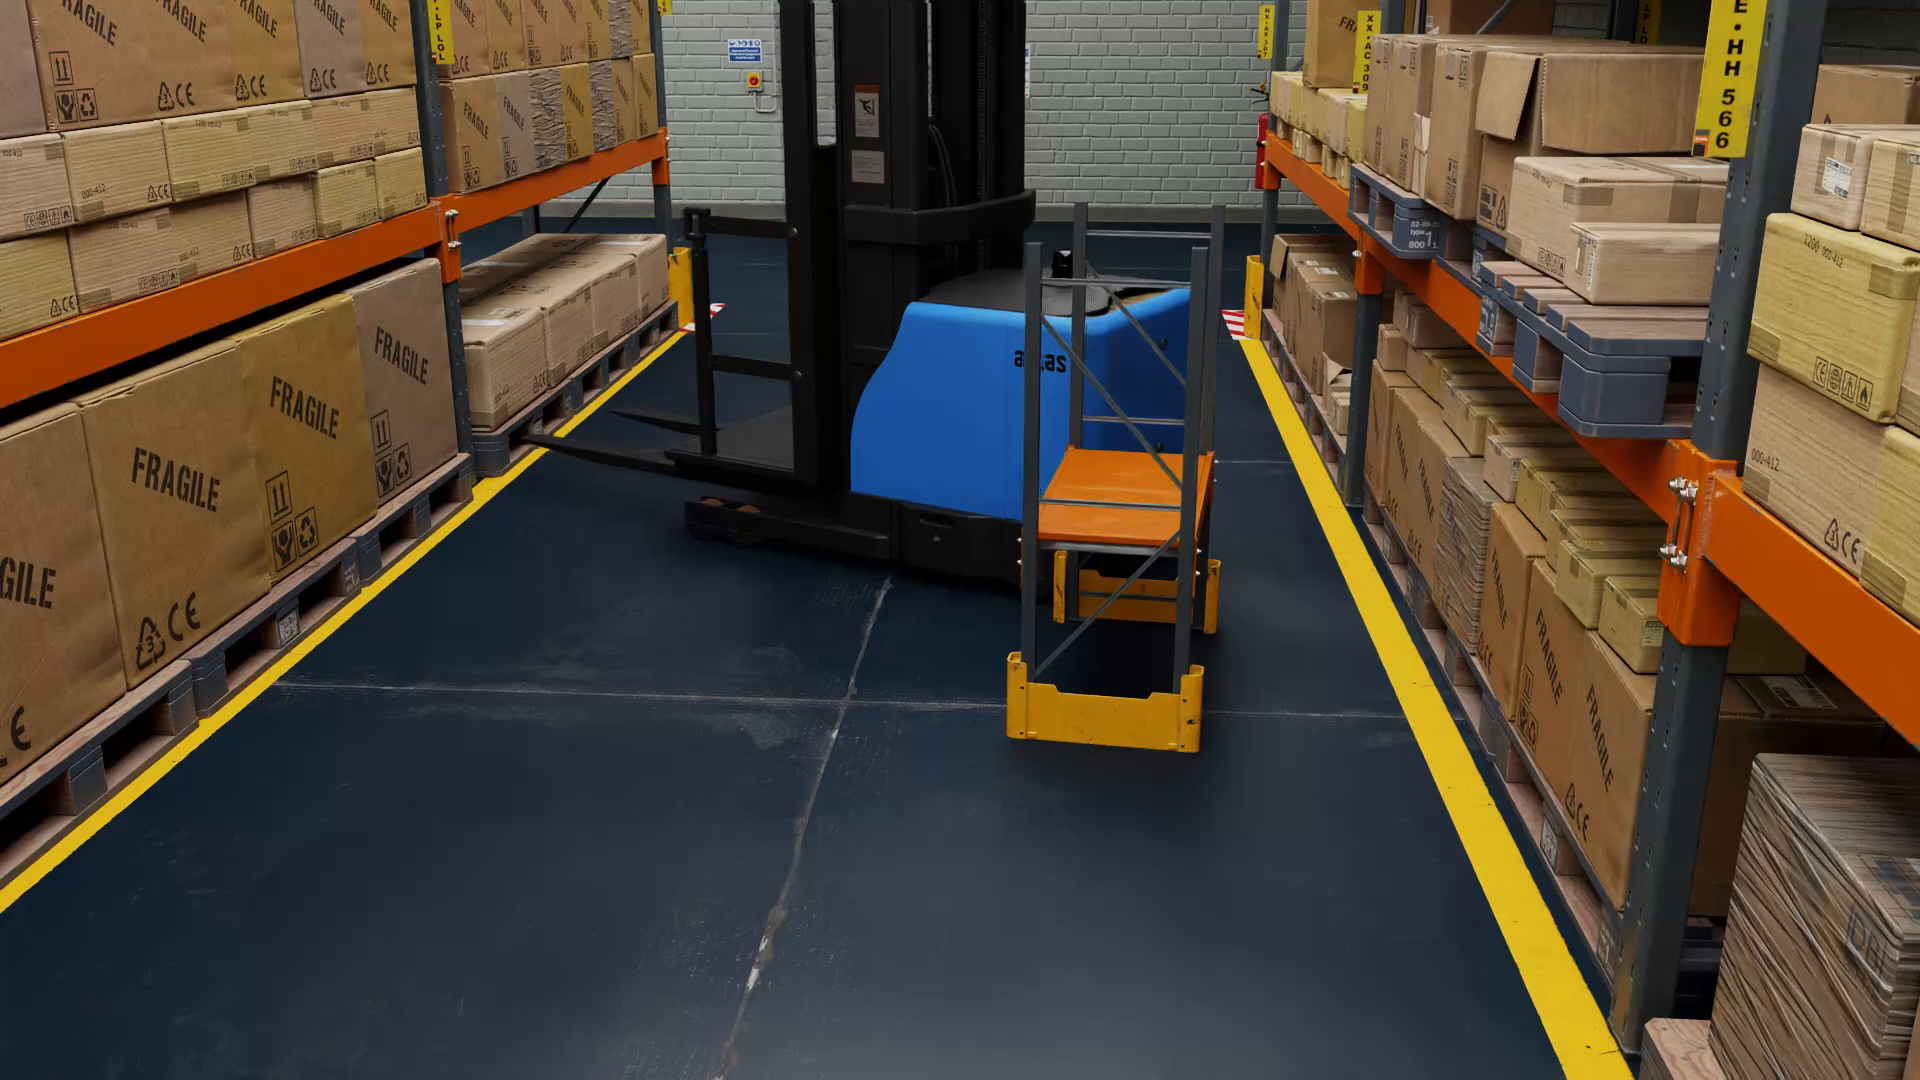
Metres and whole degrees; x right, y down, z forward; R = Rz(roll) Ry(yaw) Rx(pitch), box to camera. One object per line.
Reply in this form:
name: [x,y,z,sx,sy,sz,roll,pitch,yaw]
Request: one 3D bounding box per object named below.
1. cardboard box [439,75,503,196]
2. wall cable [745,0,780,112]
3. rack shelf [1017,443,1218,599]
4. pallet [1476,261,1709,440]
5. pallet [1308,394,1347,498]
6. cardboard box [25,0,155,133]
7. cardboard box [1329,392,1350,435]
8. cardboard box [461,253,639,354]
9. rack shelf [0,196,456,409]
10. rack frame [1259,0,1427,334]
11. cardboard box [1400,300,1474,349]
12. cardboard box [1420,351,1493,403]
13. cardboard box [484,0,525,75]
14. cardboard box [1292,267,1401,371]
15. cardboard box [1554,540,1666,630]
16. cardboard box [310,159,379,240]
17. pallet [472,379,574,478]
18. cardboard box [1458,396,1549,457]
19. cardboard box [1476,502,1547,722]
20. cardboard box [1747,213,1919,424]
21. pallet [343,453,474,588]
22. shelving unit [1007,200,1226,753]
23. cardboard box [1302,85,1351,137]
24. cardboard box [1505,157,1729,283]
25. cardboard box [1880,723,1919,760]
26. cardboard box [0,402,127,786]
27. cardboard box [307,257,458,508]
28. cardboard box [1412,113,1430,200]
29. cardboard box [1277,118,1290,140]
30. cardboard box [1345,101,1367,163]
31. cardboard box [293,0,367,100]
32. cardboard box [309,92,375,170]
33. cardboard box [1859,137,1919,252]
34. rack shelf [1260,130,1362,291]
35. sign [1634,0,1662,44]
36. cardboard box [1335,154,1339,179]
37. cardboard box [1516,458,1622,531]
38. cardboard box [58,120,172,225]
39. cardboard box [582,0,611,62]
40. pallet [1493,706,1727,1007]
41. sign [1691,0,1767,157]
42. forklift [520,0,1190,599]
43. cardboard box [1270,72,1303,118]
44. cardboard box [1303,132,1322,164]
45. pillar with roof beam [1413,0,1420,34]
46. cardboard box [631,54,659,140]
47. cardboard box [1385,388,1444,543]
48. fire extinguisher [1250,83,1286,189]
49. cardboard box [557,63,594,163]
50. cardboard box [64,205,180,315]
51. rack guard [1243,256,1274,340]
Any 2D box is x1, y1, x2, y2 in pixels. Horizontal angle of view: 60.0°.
cardboard box: [-2.450,-1.866,7.641,0.500,0.500,0.500,2,18,6]
wall cable: [-2.077,-5.171,16.204,0.585,1.953,0.123,1,18,4]
rack shelf: [0.531,-0.083,5.345,0.538,0.185,1.000,4,18,11]
pallet: [1.898,-0.448,3.781,1.213,0.211,1.003,1,18,4]
pallet: [2.257,-0.457,7.980,1.003,0.211,1.213,1,18,4]
cardboard box: [-2.674,-1.422,4.678,0.500,0.500,0.500,2,18,5]
cardboard box: [1.953,-0.594,7.822,0.380,0.149,0.250,1,18,2]
cardboard box: [-2.463,-1.412,9.855,0.875,0.438,0.875,2,18,5]
rack shelf: [-2.888,-0.716,5.446,1.077,0.370,4.000,1,18,4]
rack frame: [2.493,-2.812,10.687,1.000,3.000,0.127,1,18,4]
cardboard box: [1.945,-0.843,6.500,0.380,0.149,0.250,0,18,1]
cardboard box: [1.966,-0.616,6.284,0.380,0.149,0.250,0,18,1]
cardboard box: [-2.427,-2.501,7.972,0.500,0.500,0.500,1,18,3]
cardboard box: [2.117,-1.209,9.135,0.500,0.500,0.500,2,18,5]
cardboard box: [1.691,0.108,4.073,0.380,0.149,0.250,0,18,1]
cardboard box: [-2.563,-1.305,6.328,0.500,0.250,0.500,1,18,3]
pallet: [-2.612,-0.588,8.380,1.003,0.211,1.213,1,18,4]
cardboard box: [1.884,-0.377,5.554,0.380,0.149,0.250,2,18,6]
cardboard box: [1.817,0.207,4.813,0.500,0.500,0.500,2,18,6]
cardboard box: [1.619,-0.362,2.647,0.500,0.250,0.500,1,18,4]
pallet: [-2.725,-0.113,6.928,1.003,0.211,1.213,1,18,4]
shelving unit: [0.532,-0.257,5.298,0.587,1.500,1.083,4,18,11]
cardboard box: [2.108,-2.274,8.807,0.500,0.250,0.500,1,18,2]
cardboard box: [1.672,-0.790,4.084,0.500,0.250,0.500,0,18,1]
cardboard box: [2.229,0.537,3.808,0.500,0.500,0.500,2,18,6]
cardboard box: [-2.899,0.161,4.353,0.875,0.875,0.875,1,18,3]
cardboard box: [-2.709,-0.675,6.902,0.875,0.875,0.875,2,18,6]
cardboard box: [1.724,-1.282,5.560,0.396,0.266,0.258,2,18,7]
cardboard box: [2.196,-2.596,10.433,0.380,0.149,0.250,1,18,3]
cardboard box: [2.000,-1.803,7.372,0.500,0.250,0.500,2,18,5]
cardboard box: [-2.556,-1.896,6.127,0.500,0.500,0.500,2,18,5]
cardboard box: [-2.562,-1.548,6.267,0.500,0.250,0.500,2,18,5]
cardboard box: [1.585,-0.508,2.452,0.380,0.149,0.250,2,18,5]
rack shelf: [2.350,-1.849,8.903,1.077,0.370,4.000,1,18,4]
sign: [2.760,-2.108,6.681,0.100,0.325,0.005,1,18,4]
cardboard box: [2.015,-1.798,7.997,0.380,0.149,0.250,2,18,5]
cardboard box: [1.836,-0.131,4.803,0.380,0.149,0.250,1,18,3]
cardboard box: [-2.663,-1.070,4.809,0.500,0.250,0.500,1,18,4]
cardboard box: [-2.302,-2.972,9.411,0.500,0.500,0.500,1,18,4]
pallet: [2.011,0.767,4.243,1.003,0.211,1.213,1,18,4]
sign: [1.378,-0.849,2.964,0.100,0.325,0.005,1,18,4]
forklift: [-0.553,-1.496,6.782,3.031,2.935,1.130,11,21,29]
cardboard box: [2.192,-2.747,10.252,0.500,0.250,0.500,1,18,4]
cardboard box: [2.056,-2.115,8.964,0.380,0.149,0.250,2,18,5]
pillar with roof beam: [-0.708,-6.576,12.540,9.100,9.000,0.400,1,18,4]
cardboard box: [-2.229,-2.813,10.531,0.500,0.500,0.500,1,18,4]
cardboard box: [1.919,-0.270,6.271,0.500,0.500,0.500,1,18,3]
fire extinguisher: [2.043,-2.654,10.928,0.296,0.674,0.183,1,18,4]
cardboard box: [-2.331,-2.337,9.077,0.500,0.500,0.500,2,18,6]
cardboard box: [-2.683,-0.835,4.893,0.500,0.250,0.500,2,18,6]
rack guard: [2.488,-1.600,11.004,1.175,0.500,0.348,1,18,4]
